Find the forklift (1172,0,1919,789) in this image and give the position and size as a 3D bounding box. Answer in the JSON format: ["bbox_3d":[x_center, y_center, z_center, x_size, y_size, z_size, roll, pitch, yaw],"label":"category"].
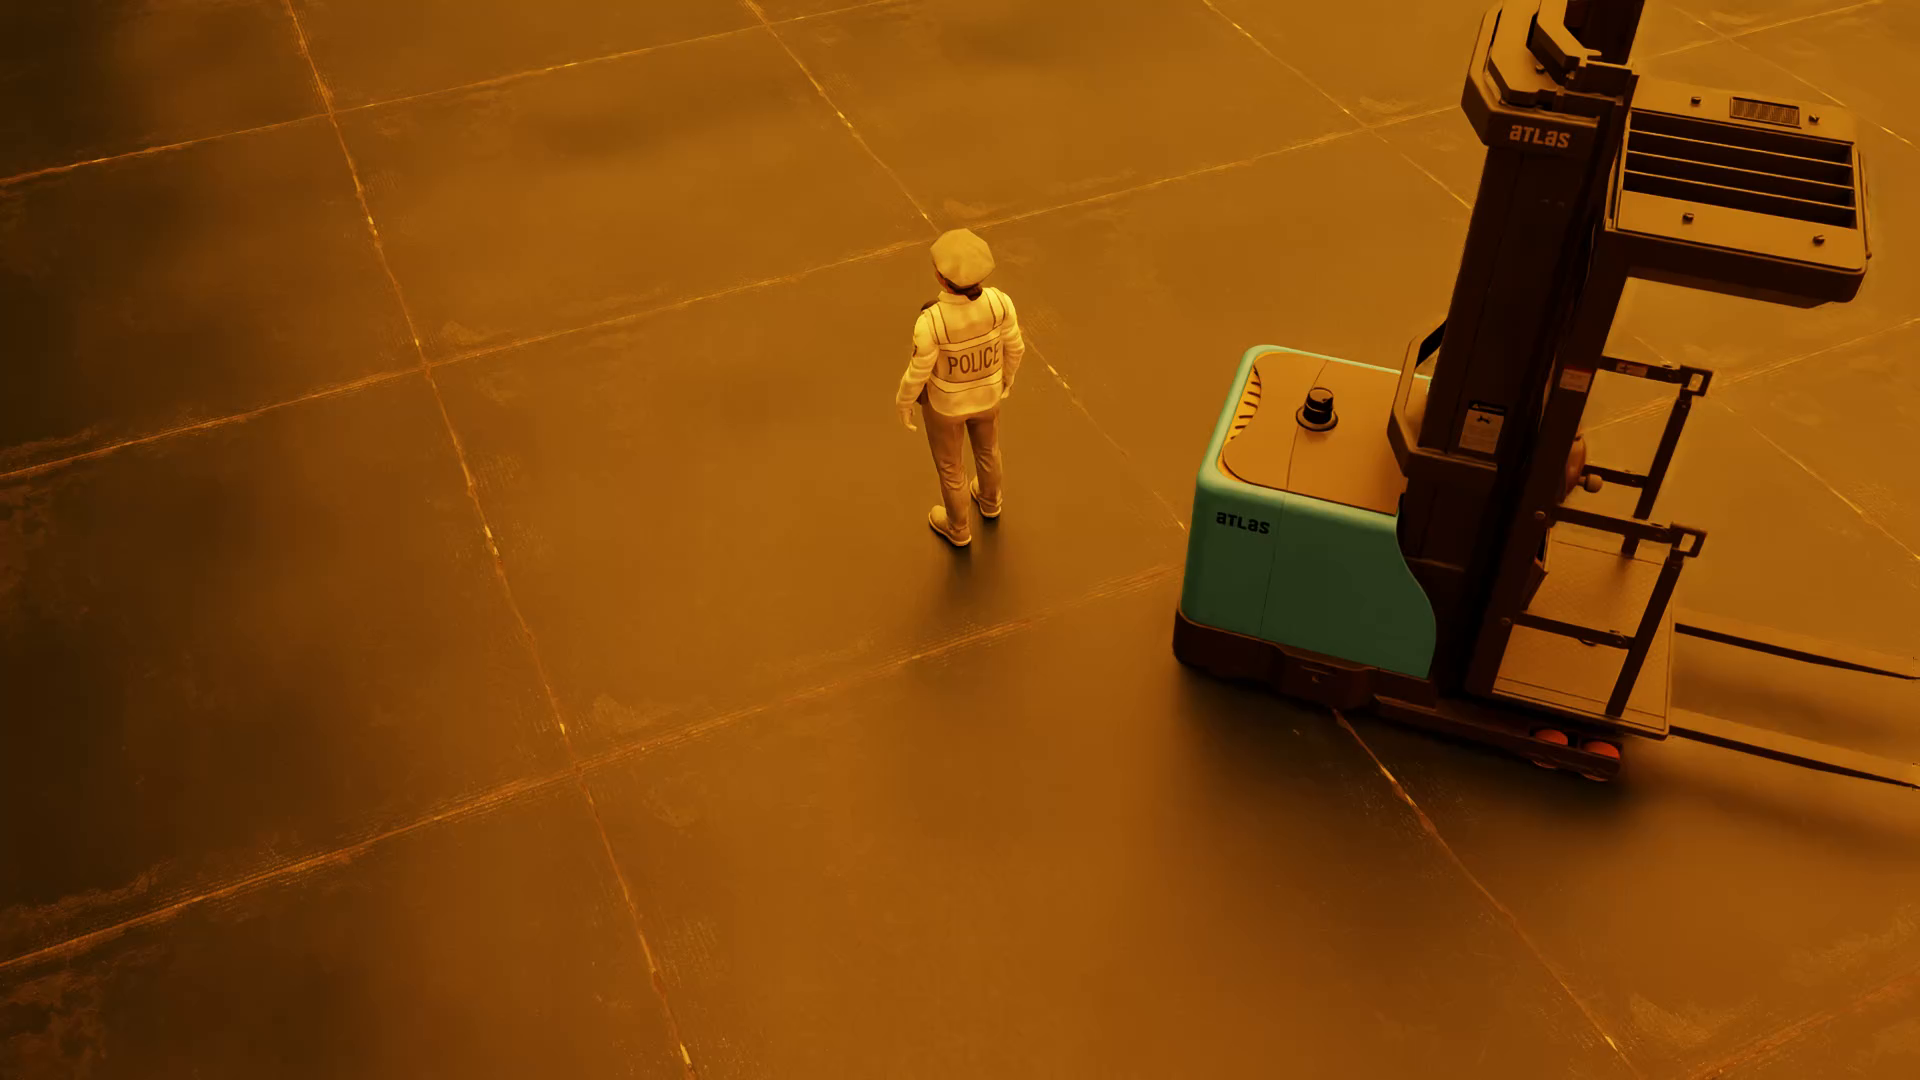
[{"bbox_3d":[2.496,-0.502,6.218,3.031,2.935,1.130,14,45,14],"label":"forklift"}]

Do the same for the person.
[{"bbox_3d":[-0.023,-0.668,7.292,0.588,1.697,0.533,-18,46,-18],"label":"person"}]
